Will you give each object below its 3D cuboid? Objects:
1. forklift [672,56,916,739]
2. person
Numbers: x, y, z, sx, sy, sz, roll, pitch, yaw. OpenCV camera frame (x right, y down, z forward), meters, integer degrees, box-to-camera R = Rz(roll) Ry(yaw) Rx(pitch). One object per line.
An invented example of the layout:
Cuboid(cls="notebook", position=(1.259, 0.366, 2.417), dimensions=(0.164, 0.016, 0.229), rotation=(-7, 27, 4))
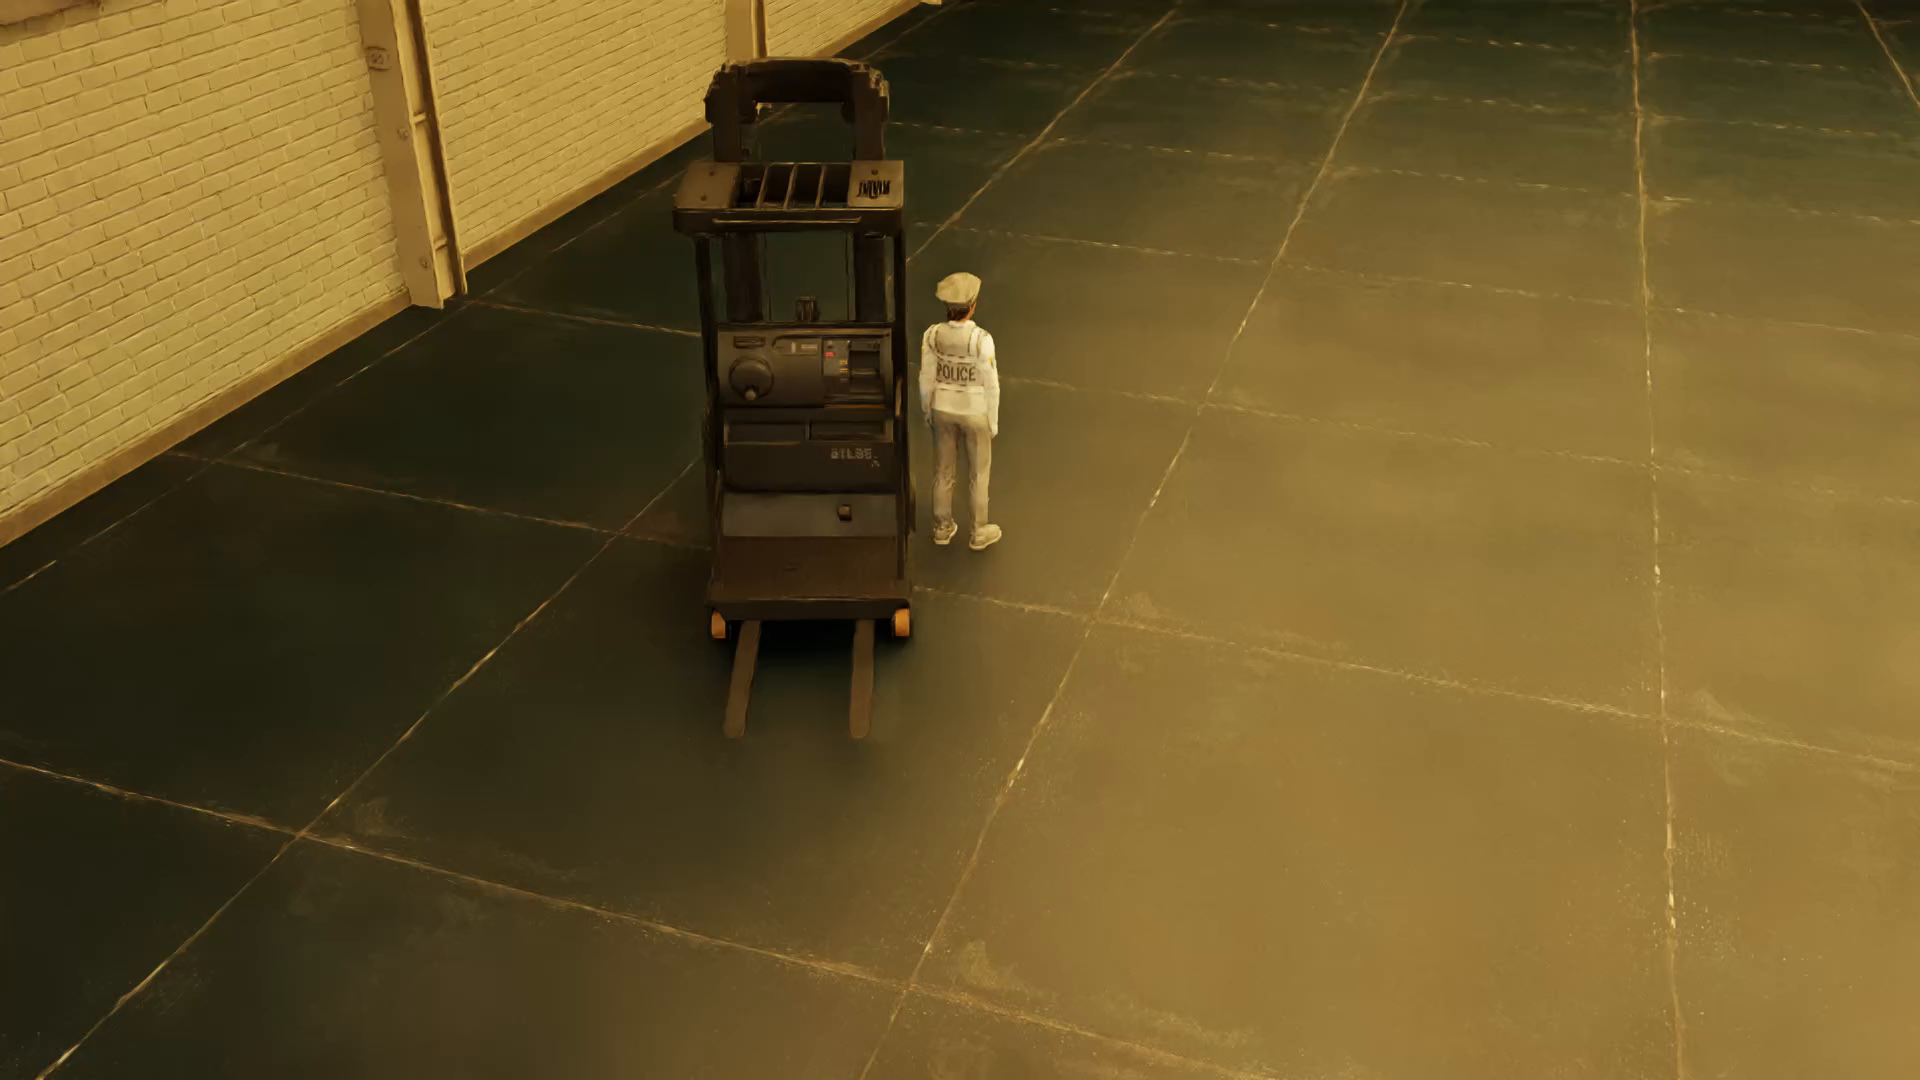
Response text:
Cuboid(cls="forklift", position=(-0.820, -0.883, 8.685), dimensions=(1.130, 2.935, 3.031), rotation=(-1, 30, -1))
Cuboid(cls="person", position=(0.007, -0.743, 9.698), dimensions=(0.472, 1.691, 0.336), rotation=(9, 31, 16))
